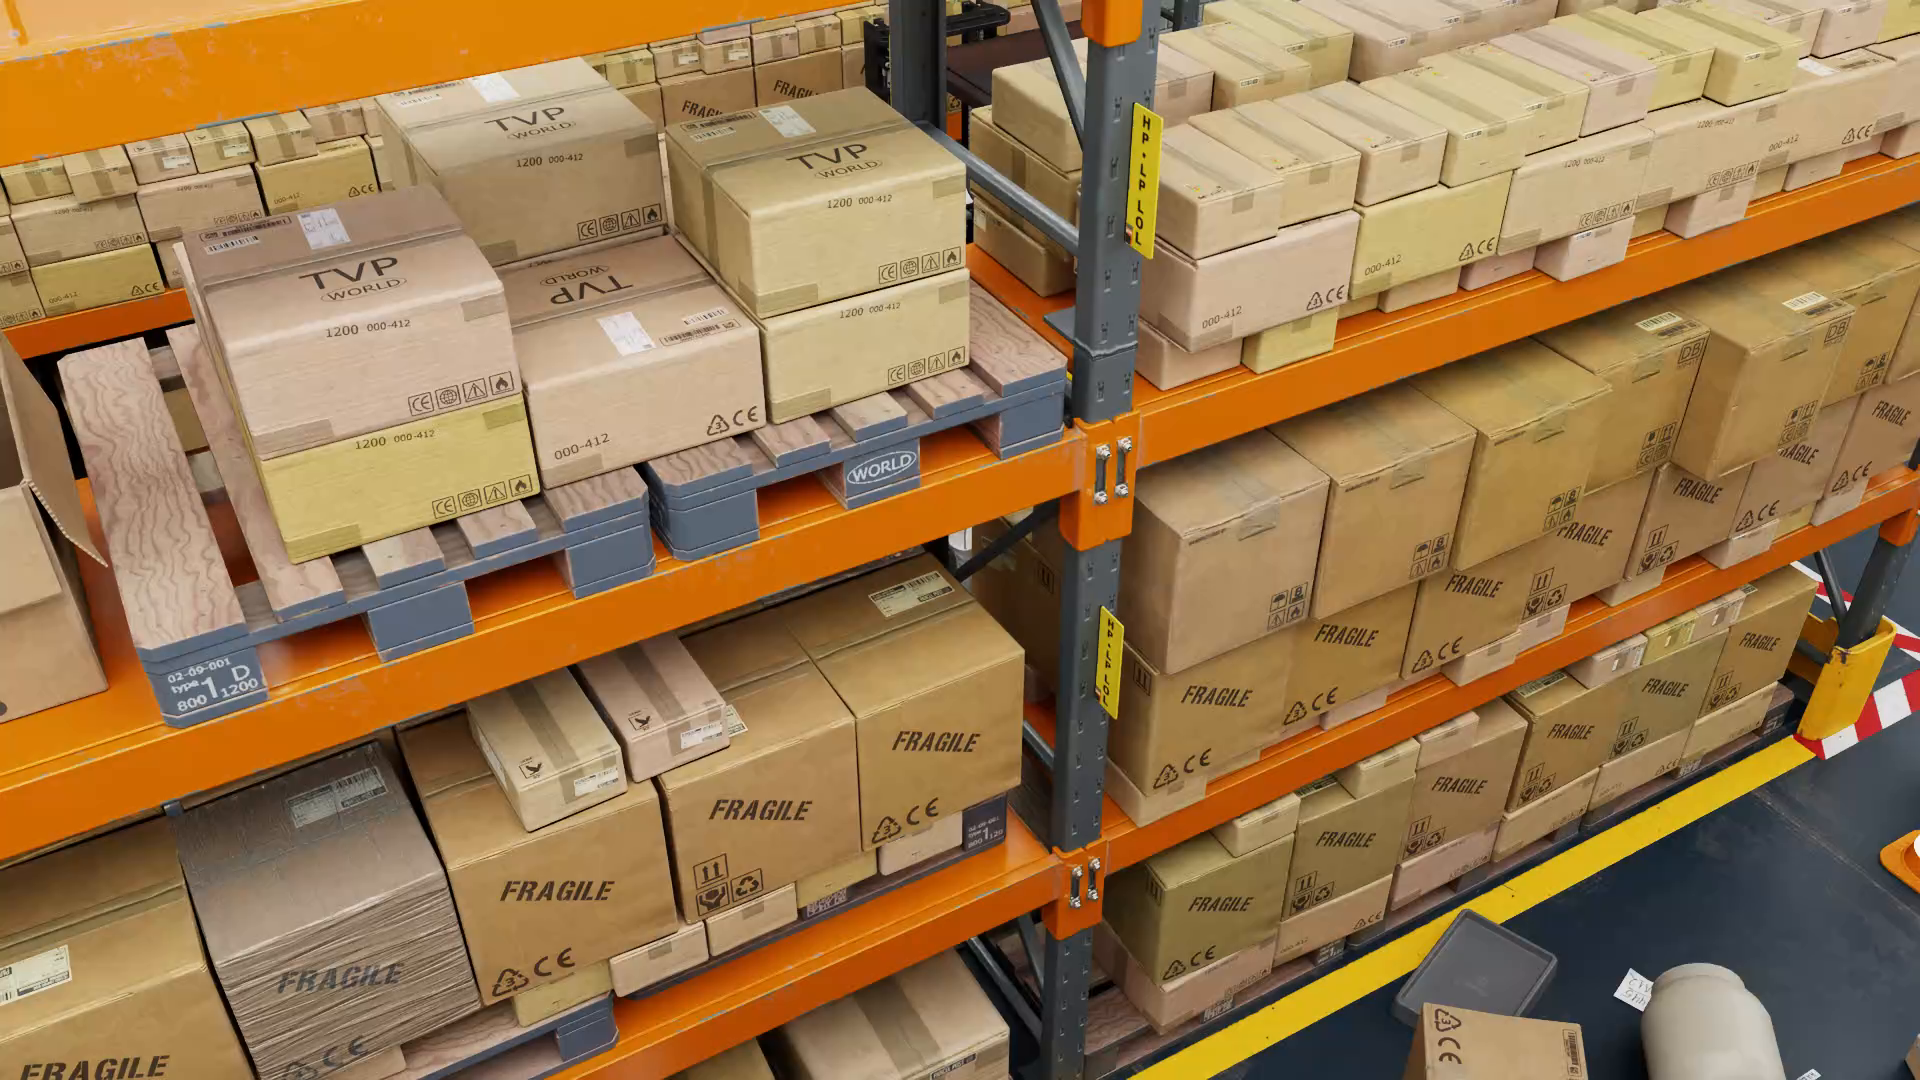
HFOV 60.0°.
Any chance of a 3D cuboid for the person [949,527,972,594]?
[{"bbox_3d":[-0.012,-0.007,6.914,0.526,1.670,0.597,-20,41,-24],"label":"person"}]
